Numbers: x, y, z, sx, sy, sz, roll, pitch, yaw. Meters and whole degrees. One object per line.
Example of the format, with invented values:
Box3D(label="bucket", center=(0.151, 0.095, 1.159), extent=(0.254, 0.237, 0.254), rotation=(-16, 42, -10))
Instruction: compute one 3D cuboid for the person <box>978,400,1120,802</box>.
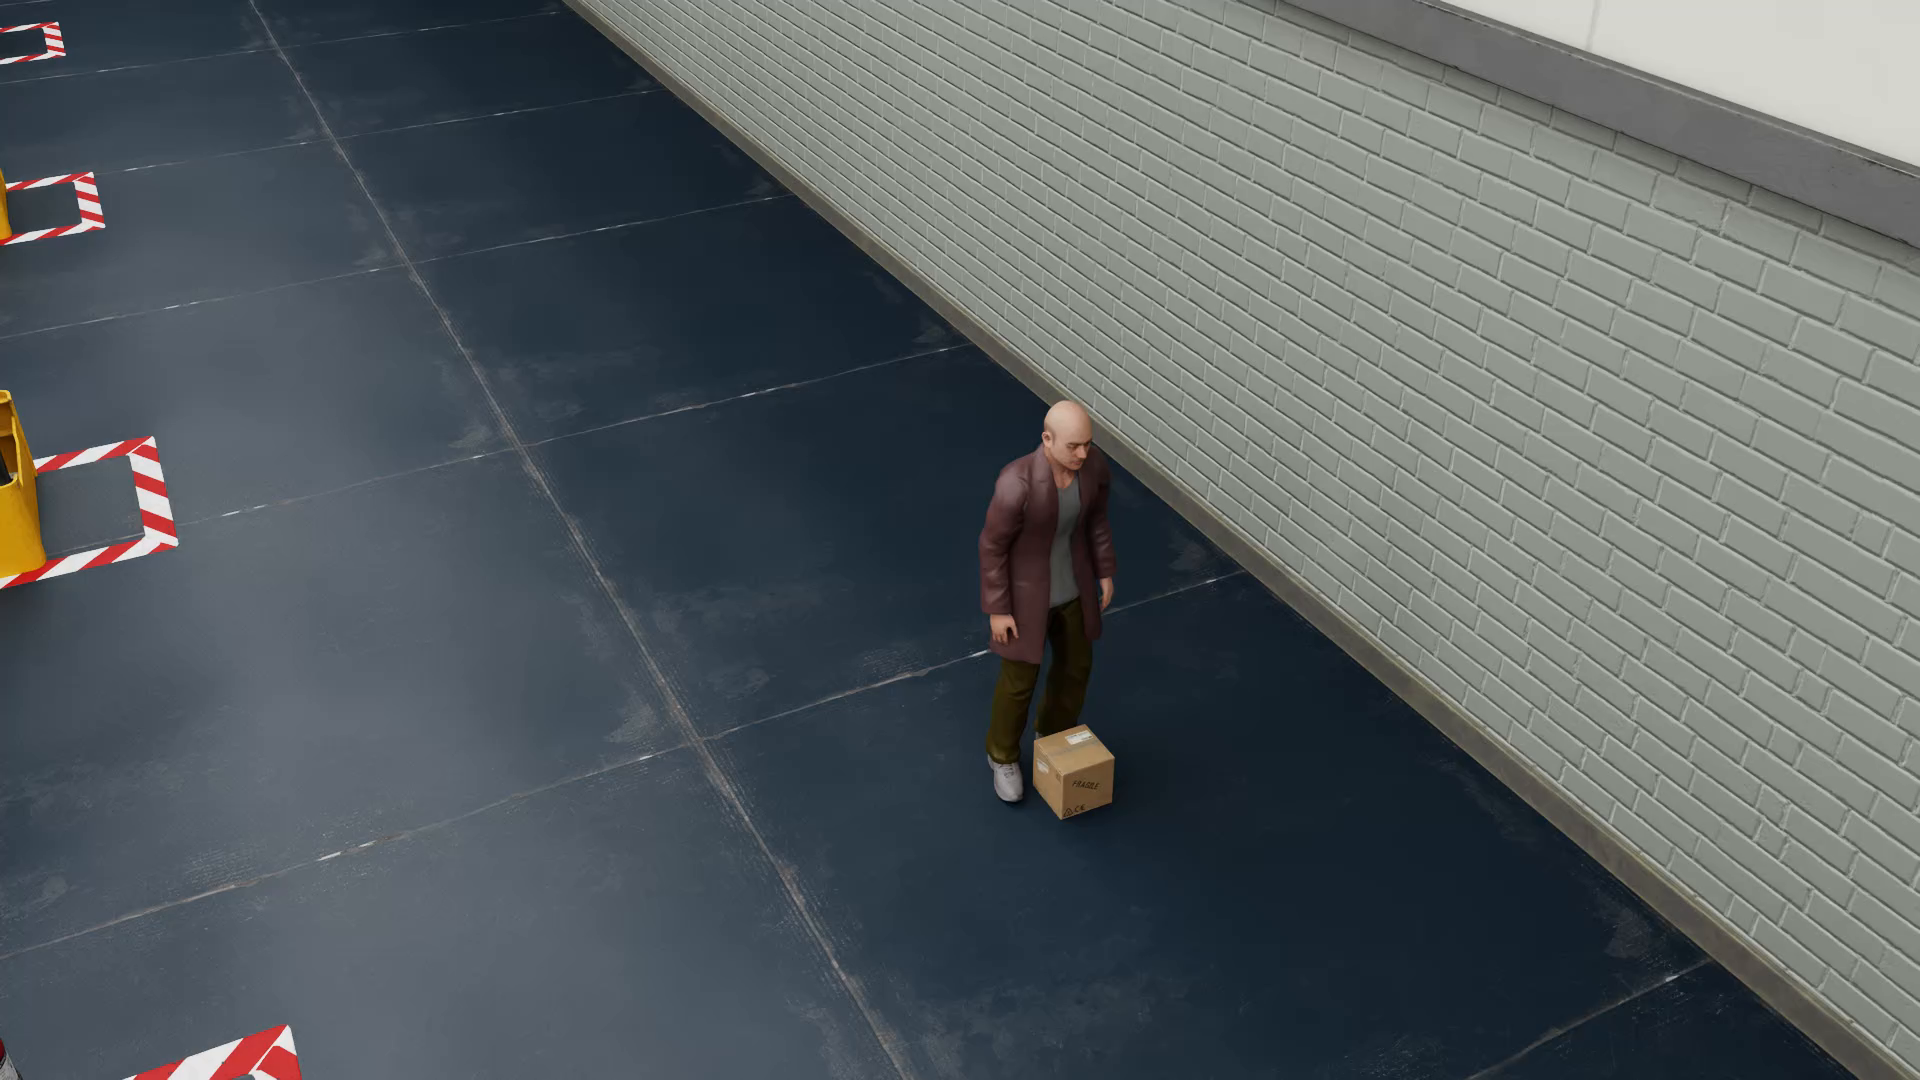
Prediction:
Box3D(label="person", center=(0.371, 0.217, 6.813), extent=(0.654, 1.774, 0.421), rotation=(-18, 37, -26))
